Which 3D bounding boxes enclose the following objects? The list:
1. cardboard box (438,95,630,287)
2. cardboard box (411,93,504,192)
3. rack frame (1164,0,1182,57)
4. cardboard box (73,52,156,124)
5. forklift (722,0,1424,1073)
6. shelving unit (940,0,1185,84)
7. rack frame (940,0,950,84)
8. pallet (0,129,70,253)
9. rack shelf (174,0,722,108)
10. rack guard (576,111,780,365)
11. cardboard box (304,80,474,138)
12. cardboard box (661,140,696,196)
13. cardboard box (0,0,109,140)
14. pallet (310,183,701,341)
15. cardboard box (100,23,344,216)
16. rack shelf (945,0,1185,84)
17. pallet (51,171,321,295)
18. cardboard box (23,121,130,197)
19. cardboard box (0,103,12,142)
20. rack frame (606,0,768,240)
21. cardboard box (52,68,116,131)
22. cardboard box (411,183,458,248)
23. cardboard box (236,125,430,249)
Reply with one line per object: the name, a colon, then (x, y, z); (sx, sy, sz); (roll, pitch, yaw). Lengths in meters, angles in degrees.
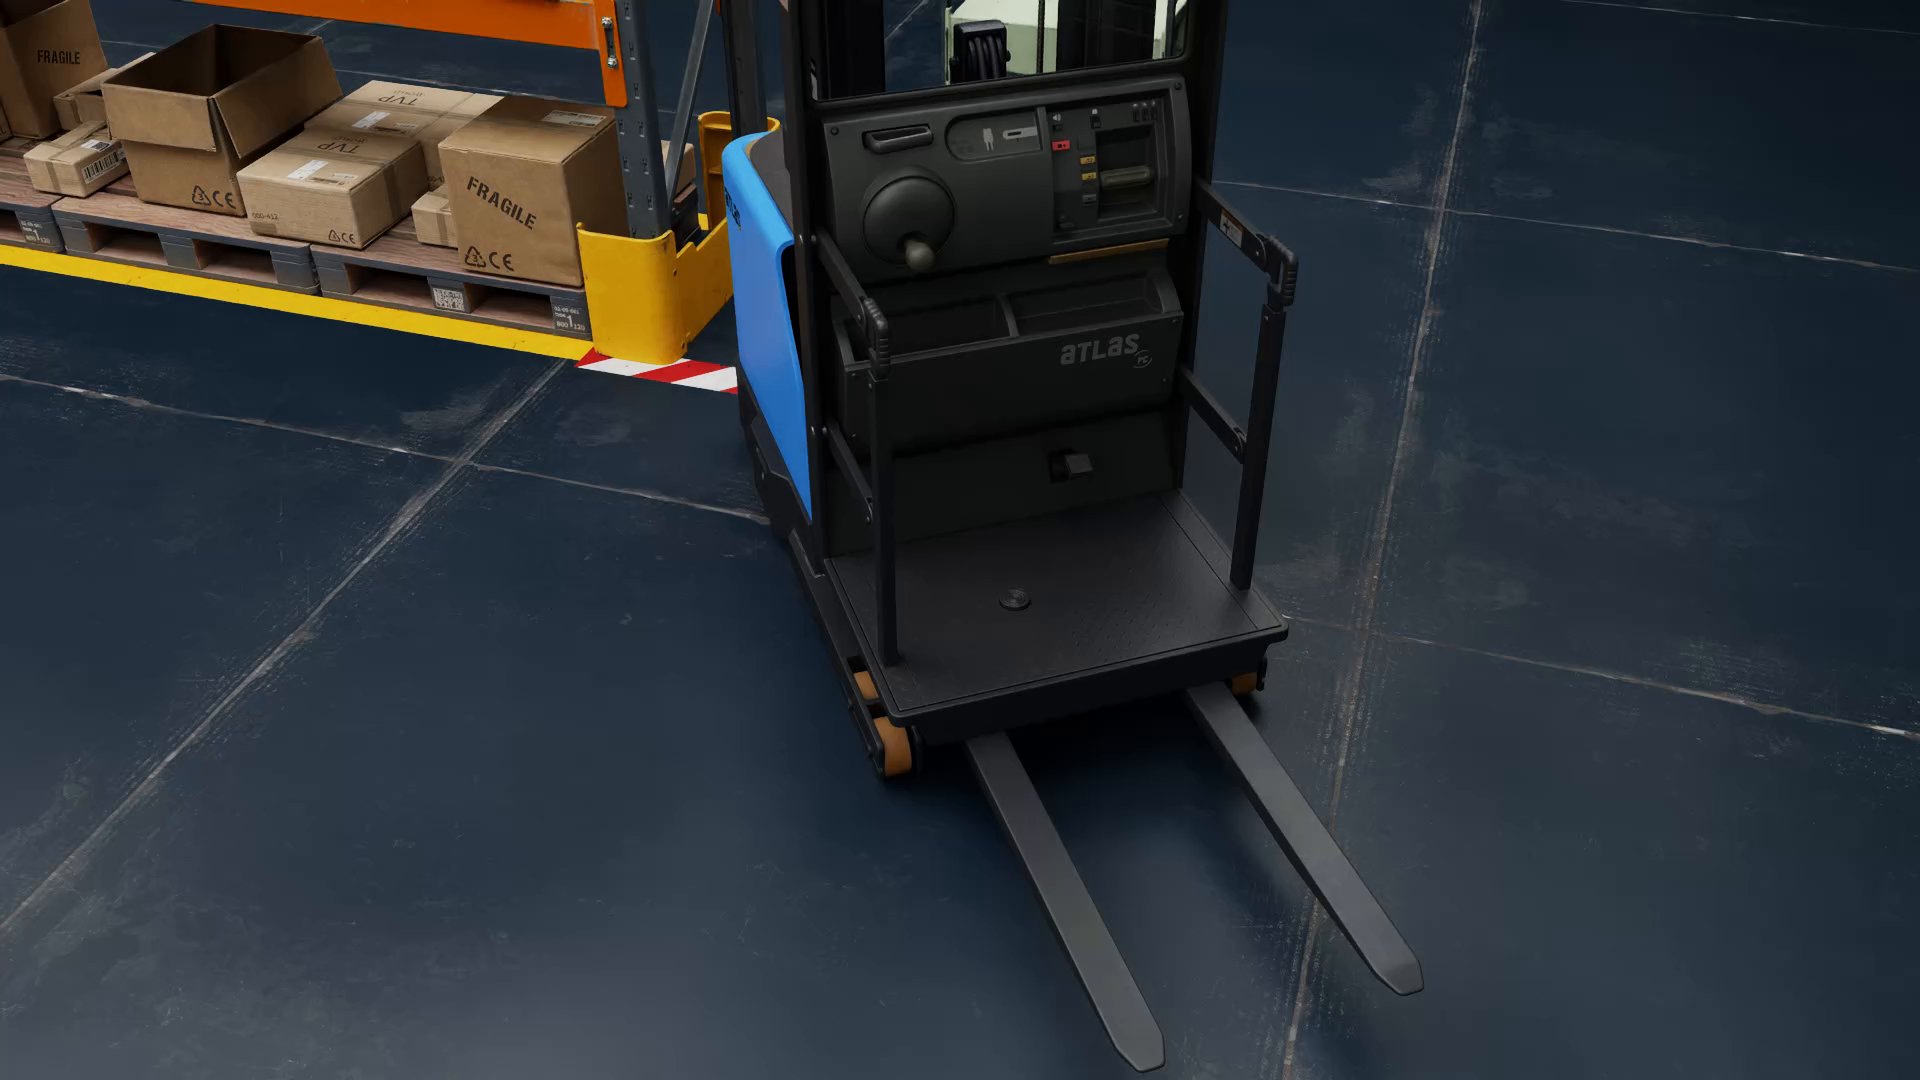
cardboard box: (-1.566, -1.317, 6.246); (0.500, 0.500, 0.500); (10, 38, 14)
cardboard box: (-1.885, -1.604, 6.847); (0.500, 0.250, 0.500); (10, 38, 14)
rack frame: (0.705, -1.229, 5.655); (0.023, 1.500, 0.400); (11, 38, 14)
cardboard box: (-3.447, -1.918, 7.222); (0.500, 0.311, 0.500); (10, 38, 14)
forklift: (0.200, -0.827, 3.901); (1.130, 2.935, 3.031); (-11, 38, -15)
shelving unit: (0.356, -1.295, 5.744); (0.755, 1.500, 0.431); (11, 38, 14)
rack frame: (0.008, -1.360, 5.833); (0.023, 1.500, 0.400); (11, 38, 14)
pallet: (-4.136, -1.651, 7.316); (1.213, 0.211, 1.003); (10, 38, 14)
rack shelf: (-2.883, -2.253, 6.388); (4.000, 0.370, 1.077); (10, 38, 14)
rack guard: (-1.046, -1.196, 6.453); (0.348, 0.500, 1.175); (10, 38, 14)
cardboard box: (-2.363, -1.692, 6.967); (0.500, 0.250, 0.500); (10, 38, 14)
cardboard box: (-1.271, -1.487, 6.773); (0.250, 0.149, 0.380); (10, 38, 14)
cardboard box: (-4.163, -2.127, 7.346); (0.500, 0.500, 0.500); (10, 38, 14)
pallet: (-1.807, -1.220, 6.730); (1.213, 0.211, 1.003); (10, 38, 14)
cardboard box: (-2.997, -1.739, 6.817); (0.637, 0.503, 0.797); (10, 38, 14)
rack shelf: (0.356, -1.609, 5.512); (0.720, 0.370, 0.431); (11, 38, 14)
pallet: (-2.968, -1.437, 7.024); (1.213, 0.211, 1.003); (10, 38, 14)
cardboard box: (-3.627, -1.589, 6.897); (0.250, 0.166, 0.380); (10, 38, 14)
cardboard box: (-4.455, -1.794, 7.054); (0.500, 0.311, 0.500); (10, 38, 14)
rack frame: (-0.974, -2.189, 5.694); (0.127, 3.000, 1.000); (10, 38, 14)
cardboard box: (-3.787, -1.953, 7.407); (0.250, 0.149, 0.380); (10, 38, 14)
cardboard box: (-1.926, -1.305, 6.511); (0.250, 0.166, 0.380); (10, 38, 14)
cardboard box: (-2.464, -1.401, 6.571); (0.500, 0.250, 0.500); (10, 38, 14)
